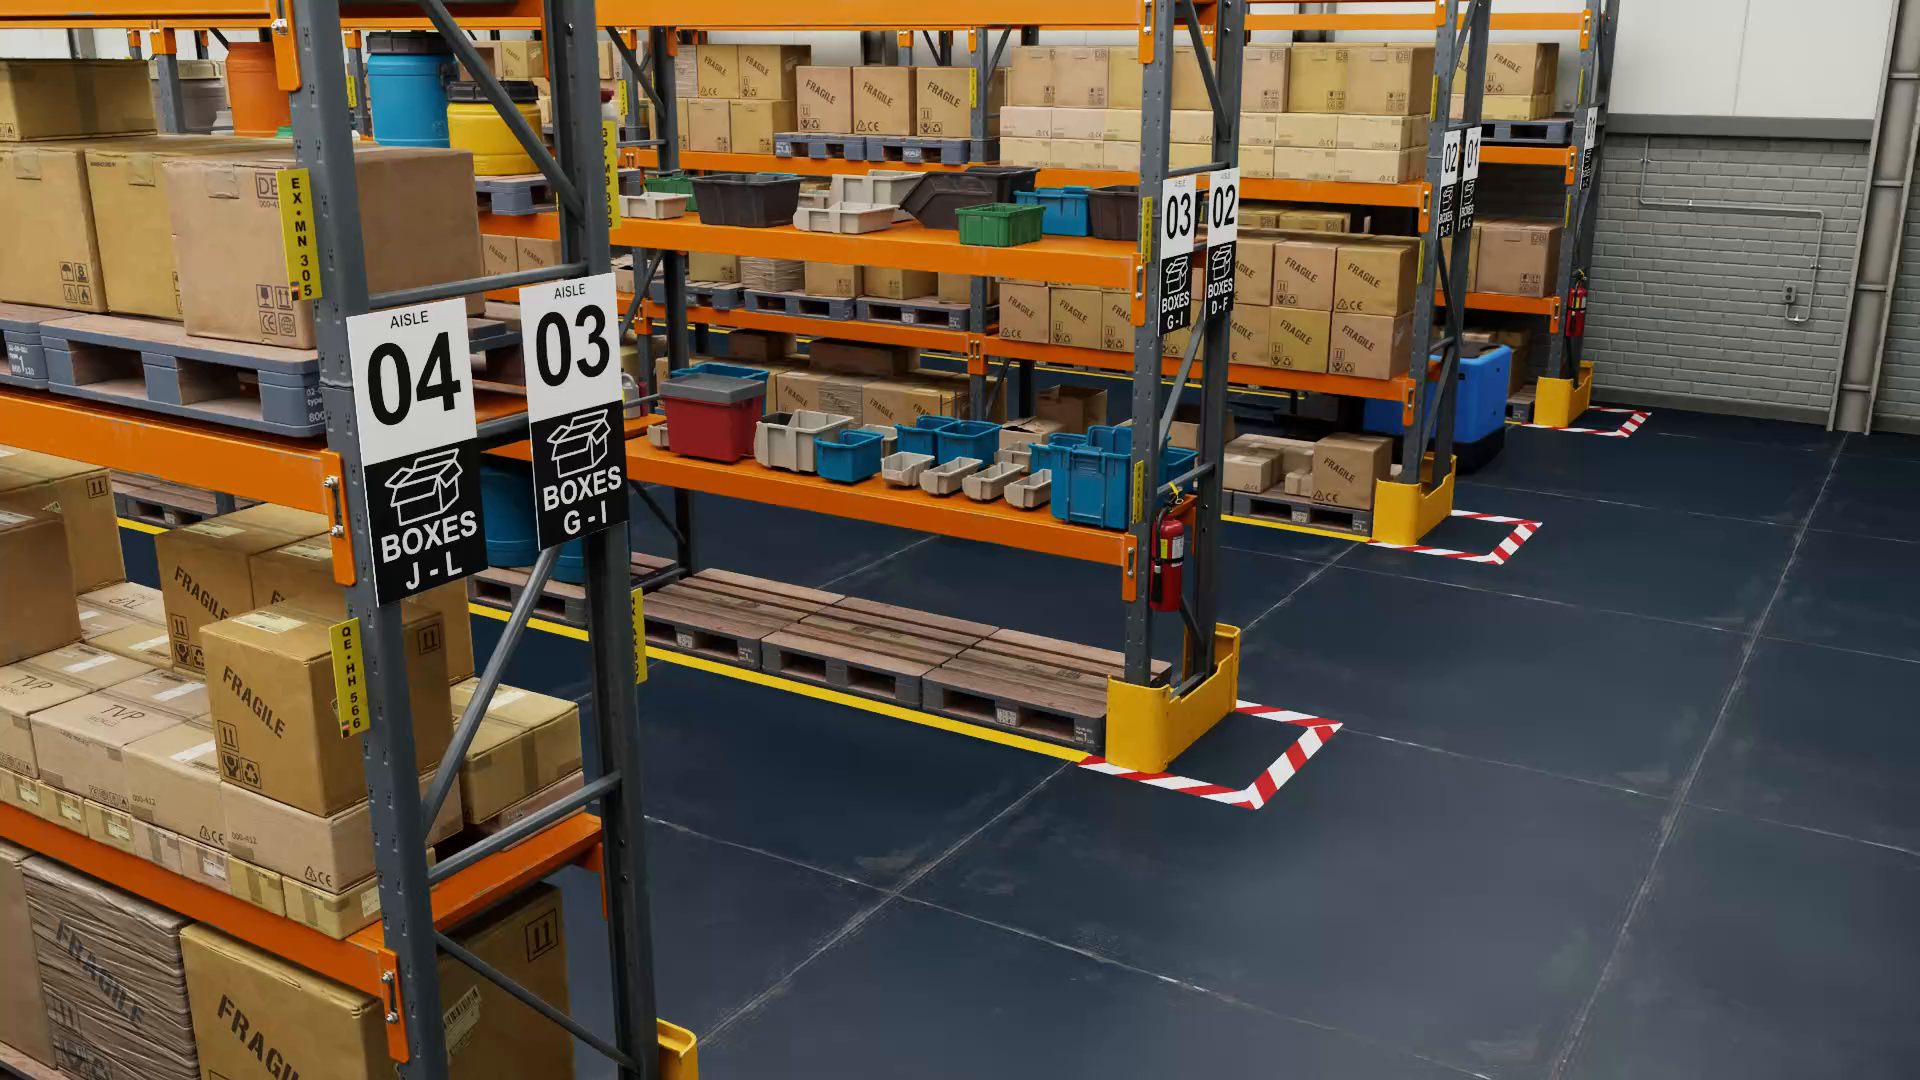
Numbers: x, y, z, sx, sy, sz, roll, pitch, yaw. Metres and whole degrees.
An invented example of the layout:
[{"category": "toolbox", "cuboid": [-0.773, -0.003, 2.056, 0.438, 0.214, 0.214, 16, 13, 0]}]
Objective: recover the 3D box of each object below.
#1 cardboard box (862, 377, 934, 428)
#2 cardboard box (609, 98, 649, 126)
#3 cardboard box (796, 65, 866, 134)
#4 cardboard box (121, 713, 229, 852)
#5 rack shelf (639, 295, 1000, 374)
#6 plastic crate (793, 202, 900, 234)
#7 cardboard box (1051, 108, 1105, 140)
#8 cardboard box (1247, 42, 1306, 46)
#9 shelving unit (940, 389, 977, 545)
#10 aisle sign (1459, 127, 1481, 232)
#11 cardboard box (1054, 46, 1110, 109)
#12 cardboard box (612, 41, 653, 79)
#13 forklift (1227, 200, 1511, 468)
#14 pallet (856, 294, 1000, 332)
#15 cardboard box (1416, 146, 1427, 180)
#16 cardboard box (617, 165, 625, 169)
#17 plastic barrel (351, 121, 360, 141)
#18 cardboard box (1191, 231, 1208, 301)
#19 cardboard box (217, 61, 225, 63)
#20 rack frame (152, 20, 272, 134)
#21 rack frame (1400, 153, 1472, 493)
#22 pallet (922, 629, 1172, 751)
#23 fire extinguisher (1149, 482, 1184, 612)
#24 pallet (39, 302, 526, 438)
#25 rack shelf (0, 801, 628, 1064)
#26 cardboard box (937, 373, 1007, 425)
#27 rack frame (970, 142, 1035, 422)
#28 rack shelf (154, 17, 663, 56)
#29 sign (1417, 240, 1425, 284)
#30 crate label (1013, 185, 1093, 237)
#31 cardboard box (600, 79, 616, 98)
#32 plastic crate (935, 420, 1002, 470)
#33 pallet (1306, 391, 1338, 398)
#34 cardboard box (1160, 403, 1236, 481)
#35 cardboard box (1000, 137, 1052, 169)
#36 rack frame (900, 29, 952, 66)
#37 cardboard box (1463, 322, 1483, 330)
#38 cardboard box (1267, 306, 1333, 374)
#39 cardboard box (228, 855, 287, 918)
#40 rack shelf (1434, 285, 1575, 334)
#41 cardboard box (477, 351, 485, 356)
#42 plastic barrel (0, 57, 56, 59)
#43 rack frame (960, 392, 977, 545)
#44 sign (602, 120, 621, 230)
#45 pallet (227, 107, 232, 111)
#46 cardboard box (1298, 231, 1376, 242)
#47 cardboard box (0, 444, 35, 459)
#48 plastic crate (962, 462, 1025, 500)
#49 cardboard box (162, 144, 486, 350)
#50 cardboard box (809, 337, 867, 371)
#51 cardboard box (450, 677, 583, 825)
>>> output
[{"category": "cardboard box", "cuboid": [-0.586, -1.242, 15.854, 0.500, 0.500, 0.500, 10, 20, 30]}, {"category": "cardboard box", "cuboid": [-3.423, -4.374, 16.996, 0.500, 0.250, 0.500, 9, 19, 26]}, {"category": "cardboard box", "cuboid": [-1.127, -4.175, 15.739, 0.600, 0.600, 0.600, 9, 19, 28]}, {"category": "cardboard box", "cuboid": [-2.361, 0.759, 5.468, 0.500, 0.250, 0.500, 10, 19, 29]}, {"category": "rack shelf", "cuboid": [-1.303, -2.107, 16.393, 4.000, 0.370, 1.077, 10, 20, 30]}, {"category": "plastic crate", "cuboid": [-0.676, -1.874, 9.682, 0.530, 0.136, 0.437, 10, 20, 30]}, {"category": "cardboard box", "cuboid": [1.113, -3.538, 14.105, 0.500, 0.250, 0.500, 10, 20, 30]}, {"category": "cardboard box", "cuboid": [3.451, -5.167, 18.143, 0.500, 0.500, 0.500, 10, 20, 30]}, {"category": "shelving unit", "cuboid": [-0.012, -0.576, 13.214, 0.189, 1.200, 0.258, 10, 20, 30]}, {"category": "aisle sign", "cuboid": [4.022, -2.844, 13.111, 0.004, 0.787, 0.394, 10, 20, 30]}, {"category": "cardboard box", "cuboid": [1.188, -3.932, 14.113, 0.500, 0.500, 0.700, 10, 20, 30]}, {"category": "cardboard box", "cuboid": [-4.395, -6.571, 22.765, 0.500, 0.500, 0.500, 8, 19, 25]}, {"category": "forklift", "cuboid": [3.741, -2.357, 16.097, 3.031, 2.935, 1.130, 11, 20, 33]}, {"category": "pallet", "cuboid": [-0.222, -2.203, 15.804, 1.213, 0.211, 1.003, 10, 20, 30]}, {"category": "cardboard box", "cuboid": [3.505, -3.043, 13.334, 0.500, 0.250, 0.500, 10, 20, 30]}, {"category": "cardboard box", "cuboid": [-4.978, -5.167, 24.165, 0.500, 0.500, 0.500, 11, 20, 32]}, {"category": "plastic barrel", "cuboid": [-4.612, -2.972, 12.359, 0.301, 0.262, 0.301, 0, 17, 0]}, {"category": "cardboard box", "cuboid": [1.974, -2.296, 13.888, 0.500, 0.500, 0.500, 11, 20, 32]}, {"category": "cardboard box", "cuboid": [-9.337, -5.636, 20.472, 0.637, 0.503, 0.797, 12, 20, 34]}, {"category": "rack frame", "cuboid": [-5.603, -4.399, 12.381, 0.127, 3.000, 1.000, 10, 20, 30]}, {"category": "rack frame", "cuboid": [3.810, -1.538, 13.284, 0.127, 3.000, 1.000, 10, 20, 30]}, {"category": "pallet", "cuboid": [0.532, 0.887, 10.097, 1.213, 0.211, 1.003, 10, 20, 30]}, {"category": "fire extinguisher", "cuboid": [1.105, 0.039, 8.866, 0.183, 0.674, 0.296, 10, 20, 30]}, {"category": "pallet", "cuboid": [-2.015, -0.588, 5.149, 1.213, 0.211, 1.003, 10, 20, 30]}, {"category": "rack shelf", "cuboid": [-3.082, 0.955, 6.315, 4.000, 0.370, 1.077, 10, 20, 30]}, {"category": "cardboard box", "cuboid": [0.117, -1.295, 16.027, 0.500, 0.500, 0.500, 9, 19, 28]}, {"category": "rack frame", "cuboid": [0.401, -2.147, 15.287, 0.127, 3.000, 1.000, 10, 20, 30]}, {"category": "rack shelf", "cuboid": [-3.898, -3.559, 11.542, 4.000, 0.370, 1.077, 10, 20, 30]}, {"category": "sign", "cuboid": [3.502, -2.109, 12.627, 0.005, 0.325, 0.100, 10, 20, 30]}, {"category": "crate label", "cuboid": [0.597, -1.896, 9.558, 0.502, 0.251, 0.408, 10, 20, 30]}, {"category": "cardboard box", "cuboid": [-4.810, -6.179, 23.195, 0.500, 0.500, 0.500, 8, 19, 25]}, {"category": "plastic crate", "cuboid": [0.054, -0.580, 10.314, 0.300, 0.233, 0.416, 10, 20, 30]}, {"category": "pallet", "cuboid": [4.641, -1.719, 18.678, 1.213, 0.211, 1.003, 10, 20, 30]}, {"category": "cardboard box", "cuboid": [2.005, -0.878, 14.649, 0.637, 0.503, 0.797, 10, 20, 30]}, {"category": "cardboard box", "cuboid": [0.686, -3.375, 14.427, 0.500, 0.250, 0.500, 10, 20, 30]}, {"category": "rack frame", "cuboid": [-0.418, -6.853, 20.459, 0.127, 3.000, 1.000, 10, 20, 30]}, {"category": "cardboard box", "cuboid": [5.529, -2.270, 18.155, 0.250, 0.149, 0.380, 10, 20, 30]}, {"category": "cardboard box", "cuboid": [2.842, -1.665, 13.529, 0.500, 0.500, 0.500, 10, 20, 31]}, {"category": "cardboard box", "cuboid": [-2.076, 1.023, 5.284, 0.250, 0.149, 0.380, 10, 20, 31]}, {"category": "rack shelf", "cuboid": [4.695, -2.726, 18.431, 4.000, 0.370, 1.077, 10, 20, 30]}, {"category": "cardboard box", "cuboid": [-5.328, -2.237, 18.627, 0.500, 0.311, 0.500, 9, 19, 28]}, {"category": "plastic barrel", "cuboid": [-7.907, -3.689, 14.342, 0.600, 0.901, 0.600, 0, 17, 0]}, {"category": "rack frame", "cuboid": [0.066, -0.562, 13.168, 0.006, 1.200, 0.240, 10, 20, 30]}, {"category": "sign", "cuboid": [-1.082, -1.113, 5.084, 0.005, 0.325, 0.100, 10, 20, 30]}, {"category": "pallet", "cuboid": [-8.191, -5.065, 19.887, 1.213, 0.211, 1.003, 10, 20, 30]}, {"category": "cardboard box", "cuboid": [3.120, -2.275, 13.817, 0.500, 0.500, 0.500, 10, 20, 31]}, {"category": "cardboard box", "cuboid": [-4.255, -0.119, 7.069, 0.500, 0.500, 0.500, 11, 20, 32]}, {"category": "plastic crate", "cuboid": [0.185, -0.341, 9.694, 0.243, 0.136, 0.396, 10, 20, 30]}, {"category": "cardboard box", "cuboid": [-1.849, -0.883, 4.899, 0.500, 0.500, 0.700, 9, 19, 27]}, {"category": "cardboard box", "cuboid": [-1.163, -1.882, 16.670, 0.500, 0.250, 0.500, 10, 19, 29]}, {"category": "cardboard box", "cuboid": [-1.645, 0.704, 5.648, 0.500, 0.250, 0.500, 10, 19, 29]}]
